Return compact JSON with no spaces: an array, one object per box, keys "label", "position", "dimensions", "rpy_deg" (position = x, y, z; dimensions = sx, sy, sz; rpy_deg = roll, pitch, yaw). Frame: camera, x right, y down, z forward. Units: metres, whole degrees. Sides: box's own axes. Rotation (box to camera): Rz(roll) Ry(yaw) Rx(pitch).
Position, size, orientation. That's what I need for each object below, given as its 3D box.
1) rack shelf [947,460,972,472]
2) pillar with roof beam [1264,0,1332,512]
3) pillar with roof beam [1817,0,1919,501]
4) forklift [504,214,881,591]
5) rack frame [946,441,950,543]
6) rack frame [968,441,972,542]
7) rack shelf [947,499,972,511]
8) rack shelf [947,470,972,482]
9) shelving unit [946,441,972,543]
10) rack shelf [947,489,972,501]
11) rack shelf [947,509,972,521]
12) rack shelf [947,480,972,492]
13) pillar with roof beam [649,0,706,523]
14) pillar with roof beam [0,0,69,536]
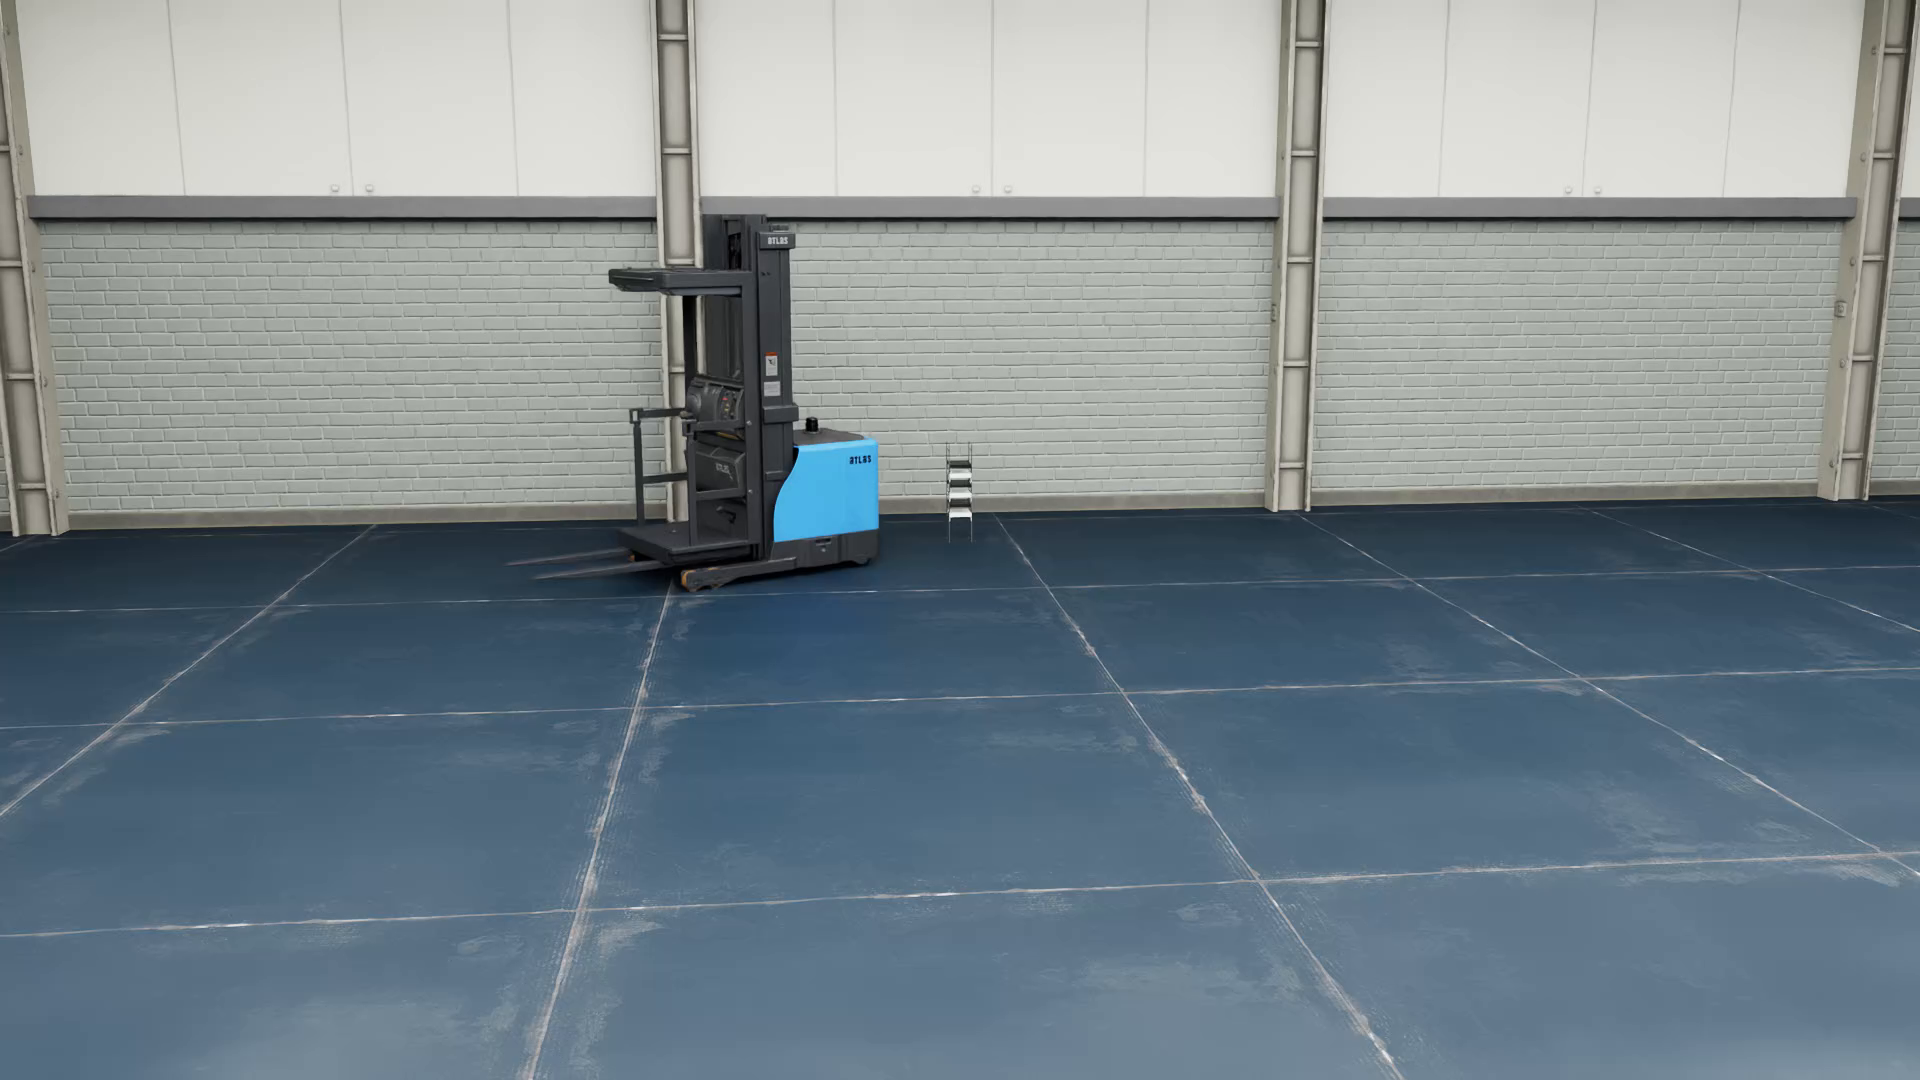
[{"label":"rack shelf","position":[-0.008,-0.674,15.117],"dimensions":[0.200,0.077,0.258],"rpy_deg":[-1,11,-6]},{"label":"pillar with roof beam","position":[3.783,-3.908,11.803],"dimensions":[0.400,9.000,9.100],"rpy_deg":[-1,11,-6]},{"label":"pillar with roof beam","position":[9.748,-4.033,12.439],"dimensions":[0.400,9.000,9.100],"rpy_deg":[-1,11,-6]},{"label":"forklift","position":[-2.177,-1.148,13.489],"dimensions":[3.031,2.935,1.130],"rpy_deg":[-8,14,-34]},{"label":"rack frame","position":[-0.109,-0.439,15.152],"dimensions":[0.006,0.900,0.240],"rpy_deg":[-1,11,-6]},{"label":"rack frame","position":[0.093,-0.443,15.173],"dimensions":[0.006,0.900,0.240],"rpy_deg":[-1,11,-6]},{"label":"rack shelf","position":[-0.008,-0.320,15.186],"dimensions":[0.200,0.077,0.258],"rpy_deg":[-1,11,-6]},{"label":"rack shelf","position":[-0.008,-0.585,15.134],"dimensions":[0.200,0.077,0.258],"rpy_deg":[-1,11,-6]},{"label":"shelving unit","position":[-0.008,-0.441,15.162],"dimensions":[0.210,0.900,0.258],"rpy_deg":[-1,11,-6]},{"label":"rack shelf","position":[-0.008,-0.409,15.169],"dimensions":[0.200,0.077,0.258],"rpy_deg":[-1,11,-6]},{"label":"rack shelf","position":[-0.008,-0.232,15.203],"dimensions":[0.200,0.077,0.258],"rpy_deg":[-1,11,-6]},{"label":"rack shelf","position":[-0.008,-0.497,15.151],"dimensions":[0.200,0.077,0.258],"rpy_deg":[-1,11,-6]},{"label":"pillar with roof beam","position":[-2.182,-3.783,11.167],"dimensions":[0.400,9.000,9.100],"rpy_deg":[-1,11,-6]},{"label":"pillar with roof beam","position":[-8.147,-3.658,10.531],"dimensions":[0.400,9.000,9.100],"rpy_deg":[-1,11,-6]}]
